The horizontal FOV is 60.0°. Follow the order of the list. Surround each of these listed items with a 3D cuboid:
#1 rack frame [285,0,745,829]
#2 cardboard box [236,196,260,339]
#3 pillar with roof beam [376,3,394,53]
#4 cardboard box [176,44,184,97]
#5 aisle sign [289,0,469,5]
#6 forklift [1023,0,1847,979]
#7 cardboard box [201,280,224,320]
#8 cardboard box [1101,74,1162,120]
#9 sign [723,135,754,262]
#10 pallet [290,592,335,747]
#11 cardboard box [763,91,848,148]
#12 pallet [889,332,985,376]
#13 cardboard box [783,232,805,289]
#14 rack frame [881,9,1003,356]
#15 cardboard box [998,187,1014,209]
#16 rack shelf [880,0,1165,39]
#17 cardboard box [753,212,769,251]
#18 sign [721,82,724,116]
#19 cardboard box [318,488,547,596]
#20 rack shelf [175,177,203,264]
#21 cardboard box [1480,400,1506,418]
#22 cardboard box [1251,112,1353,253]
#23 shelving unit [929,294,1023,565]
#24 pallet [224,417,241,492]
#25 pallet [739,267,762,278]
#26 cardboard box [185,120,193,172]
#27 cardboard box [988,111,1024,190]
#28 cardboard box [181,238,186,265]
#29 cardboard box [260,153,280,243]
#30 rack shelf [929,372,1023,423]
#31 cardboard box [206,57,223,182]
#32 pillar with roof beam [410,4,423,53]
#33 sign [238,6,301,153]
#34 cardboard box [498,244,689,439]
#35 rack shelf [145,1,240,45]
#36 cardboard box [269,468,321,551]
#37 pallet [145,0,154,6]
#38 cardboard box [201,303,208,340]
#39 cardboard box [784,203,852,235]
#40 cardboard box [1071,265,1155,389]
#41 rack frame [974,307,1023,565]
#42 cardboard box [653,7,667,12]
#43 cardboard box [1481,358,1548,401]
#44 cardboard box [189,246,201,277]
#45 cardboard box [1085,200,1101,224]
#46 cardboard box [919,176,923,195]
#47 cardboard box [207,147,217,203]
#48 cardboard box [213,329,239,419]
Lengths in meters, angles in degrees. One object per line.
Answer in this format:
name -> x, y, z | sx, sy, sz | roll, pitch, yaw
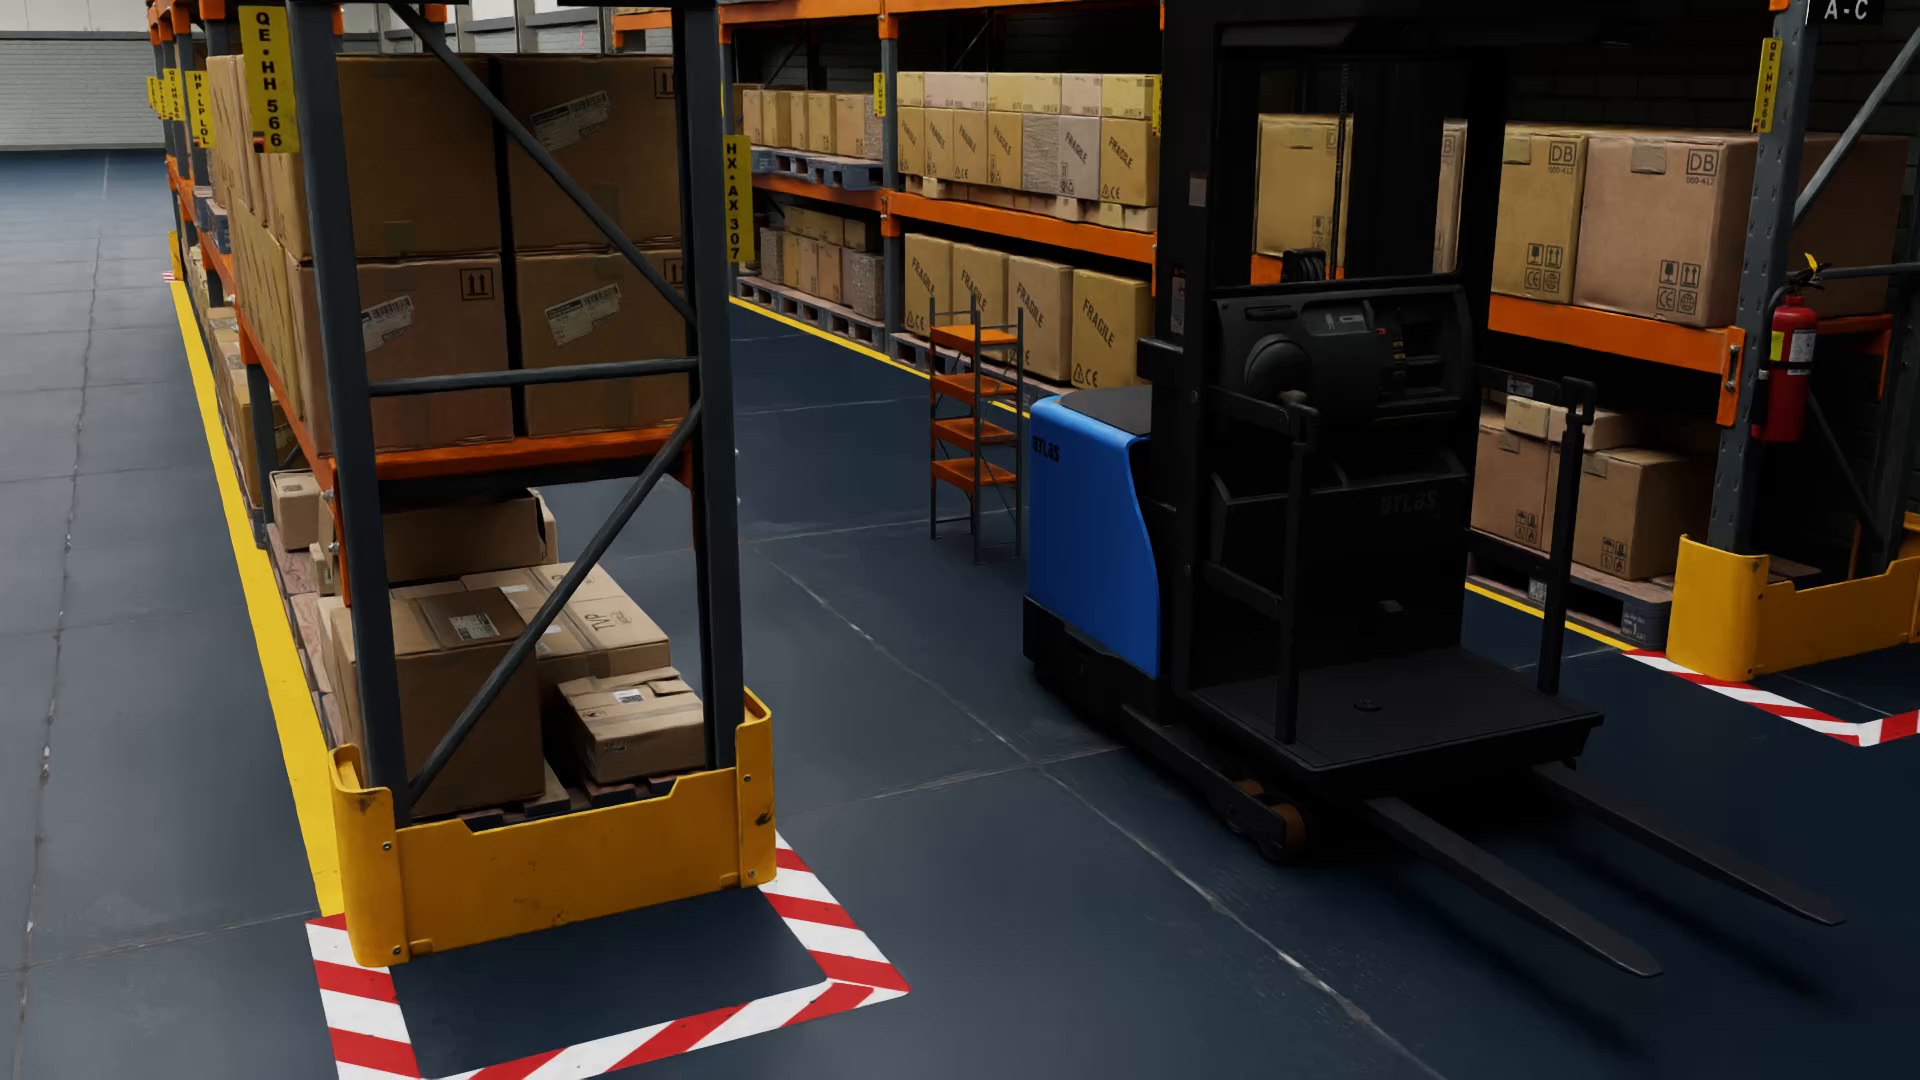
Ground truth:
rack frame -> -1.080, -0.410, 4.243 | 1.000, 3.000, 0.127 | -8, 18, -25
cardboard box -> -2.409, -1.040, 6.256 | 0.500, 0.500, 0.500 | -8, 18, -25
pillar with roof beam -> -19.566, -14.710, 43.198 | 9.100, 9.000, 0.400 | -8, 18, -25
cardboard box -> -6.759, -4.292, 15.236 | 0.700, 0.500, 0.500 | -8, 18, -25
aisle sign -> -1.325, -1.606, 3.697 | 0.394, 0.787, 0.004 | -8, 18, -25
forklift -> 1.299, -0.593, 5.003 | 1.130, 2.935, 3.031 | -7, 17, -23
cardboard box -> -5.269, -1.772, 12.195 | 0.500, 0.311, 0.500 | -8, 18, -26
cardboard box -> 1.185, -2.648, 9.923 | 0.500, 0.250, 0.500 | -7, 18, -24
sign -> -0.592, -0.892, 4.352 | 0.100, 0.325, 0.005 | -8, 18, -25
pallet -> -1.994, 0.411, 6.435 | 1.003, 0.211, 1.213 | -8, 18, -25
cardboard box -> -1.455, -3.975, 15.686 | 0.700, 0.500, 0.500 | -6, 17, -19
pallet -> 0.145, -1.449, 12.916 | 1.003, 0.211, 1.213 | -8, 18, -25
cardboard box -> -1.276, -2.693, 15.931 | 0.700, 0.500, 0.500 | -8, 18, -26
rack frame -> -0.133, -2.994, 13.245 | 1.000, 3.000, 0.127 | -8, 18, -25
cardboard box -> 0.485, -2.394, 11.574 | 0.380, 0.149, 0.250 | -8, 18, -25
rack shelf -> 0.743, -3.594, 11.202 | 1.077, 0.370, 4.000 | -8, 18, -25
cardboard box -> -2.376, -3.248, 17.865 | 0.500, 0.500, 0.500 | -9, 18, -29
sign -> -2.370, -4.334, 16.346 | 0.100, 0.325, 0.005 | -8, 18, -25
cardboard box -> -2.004, 0.051, 6.362 | 0.797, 0.503, 0.637 | -8, 18, -25
rack shelf -> -5.460, -2.544, 12.983 | 1.077, 0.370, 4.000 | -8, 18, -25
cardboard box -> 2.535, -0.421, 8.049 | 0.700, 0.500, 0.500 | -8, 18, -27
cardboard box -> 1.842, -2.010, 9.272 | 0.980, 0.700, 0.700 | -7, 18, -24
shelving unit -> 0.073, -0.536, 7.942 | 0.258, 1.200, 0.503 | -8, 18, -25
pallet -> -3.761, -0.562, 9.826 | 1.003, 0.211, 1.213 | -8, 18, -25
pallet -> -2.211, -2.807, 17.651 | 1.003, 0.211, 1.213 | -8, 18, -25
cardboard box -> -6.774, -3.673, 15.432 | 0.700, 0.500, 0.500 | -8, 18, -25
cardboard box -> 0.522, -2.661, 11.327 | 0.500, 0.500, 0.500 | -7, 17, -23
cardboard box -> -8.054, -3.098, 17.832 | 0.500, 0.250, 0.500 | -8, 18, -25
cardboard box -> -1.744, -1.141, 4.796 | 0.500, 0.500, 0.500 | -7, 17, -23
rack shelf -> 0.073, -0.686, 7.899 | 0.258, 0.148, 0.480 | -8, 18, -25
cardboard box -> -2.878, -1.780, 7.022 | 0.500, 0.500, 0.500 | -7, 17, -23
pillar with roof beam -> -16.937, -13.223, 38.014 | 9.100, 9.000, 0.400 | -8, 18, -25
sign -> -1.587, -1.057, 3.823 | 0.100, 0.325, 0.005 | -8, 18, -25
cardboard box -> -1.037, -0.600, 4.724 | 0.500, 0.500, 0.500 | -7, 18, -24
rack shelf -> -7.213, -4.978, 16.025 | 1.077, 0.370, 4.000 | -8, 18, -25
cardboard box -> -2.842, -0.191, 7.556 | 0.500, 0.311, 0.500 | -8, 18, -25
pallet -> -7.803, -5.599, 17.045 | 1.003, 0.211, 1.213 | -8, 18, -25
cardboard box -> -5.709, -1.755, 13.152 | 0.500, 0.250, 0.500 | -7, 18, -24
cardboard box -> -1.352, -3.067, 15.874 | 0.500, 0.250, 0.500 | -8, 18, -26
cardboard box -> 1.218, -1.316, 10.534 | 0.750, 0.750, 0.750 | -7, 18, -24
rack frame -> 0.179, -0.475, 7.731 | 0.240, 1.200, 0.015 | -8, 18, -25
cardboard box -> -3.028, -5.968, 17.953 | 0.500, 0.500, 0.500 | -6, 17, -21
cardboard box -> 2.653, -0.791, 8.163 | 0.380, 0.149, 0.250 | -7, 18, -24
cardboard box -> -6.380, -2.403, 14.394 | 0.500, 0.311, 0.500 | -8, 18, -25
cardboard box -> 1.012, -2.070, 10.444 | 0.380, 0.149, 0.250 | -7, 17, -23
cardboard box -> -0.094, -2.709, 12.673 | 0.380, 0.149, 0.250 | -7, 18, -24
cardboard box -> -3.978, -2.252, 9.716 | 0.700, 0.500, 0.500 | -4, 17, -14
cardboard box -> -4.192, -1.003, 10.041 | 0.500, 0.500, 0.500 | -8, 18, -26
